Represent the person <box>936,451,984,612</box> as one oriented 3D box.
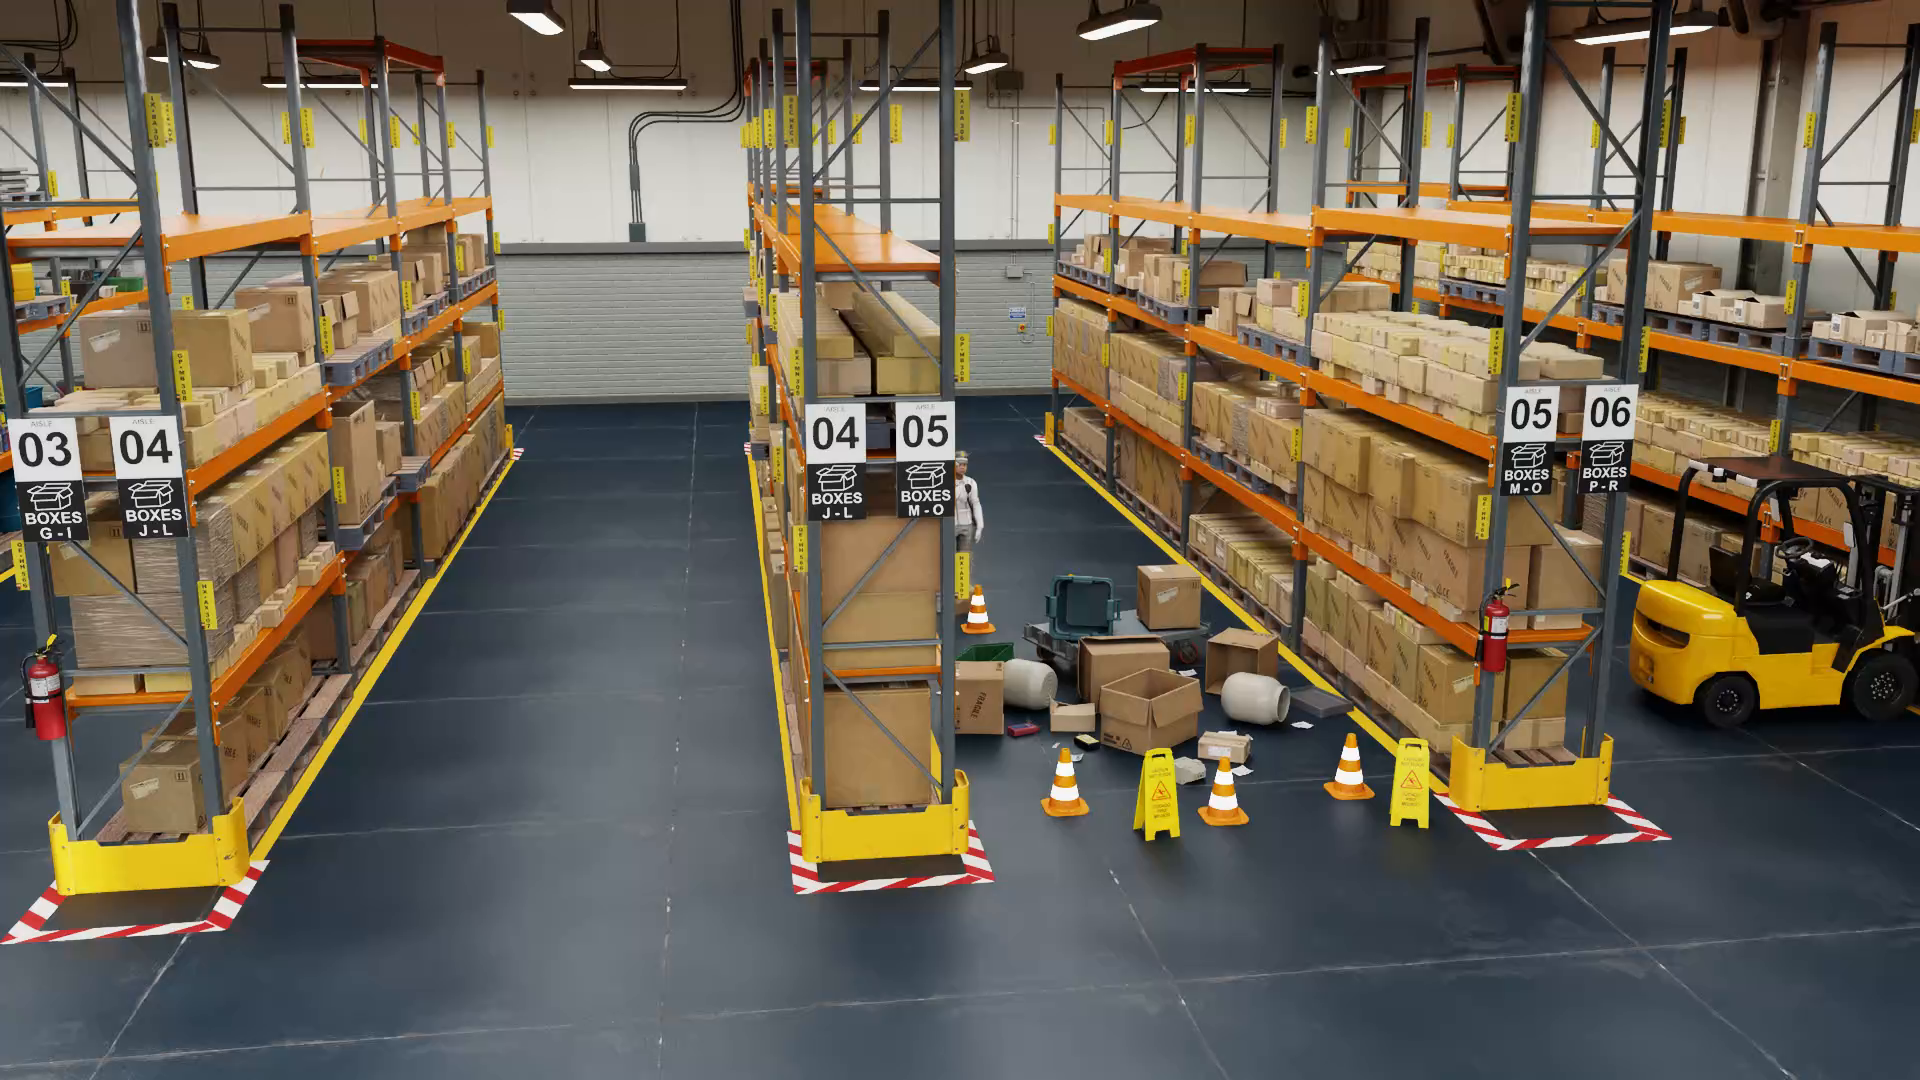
[{"bbox_3d":[-0.029,-0.109,17.837,0.586,1.695,0.532,-2,13,-8],"label":"person"}]
